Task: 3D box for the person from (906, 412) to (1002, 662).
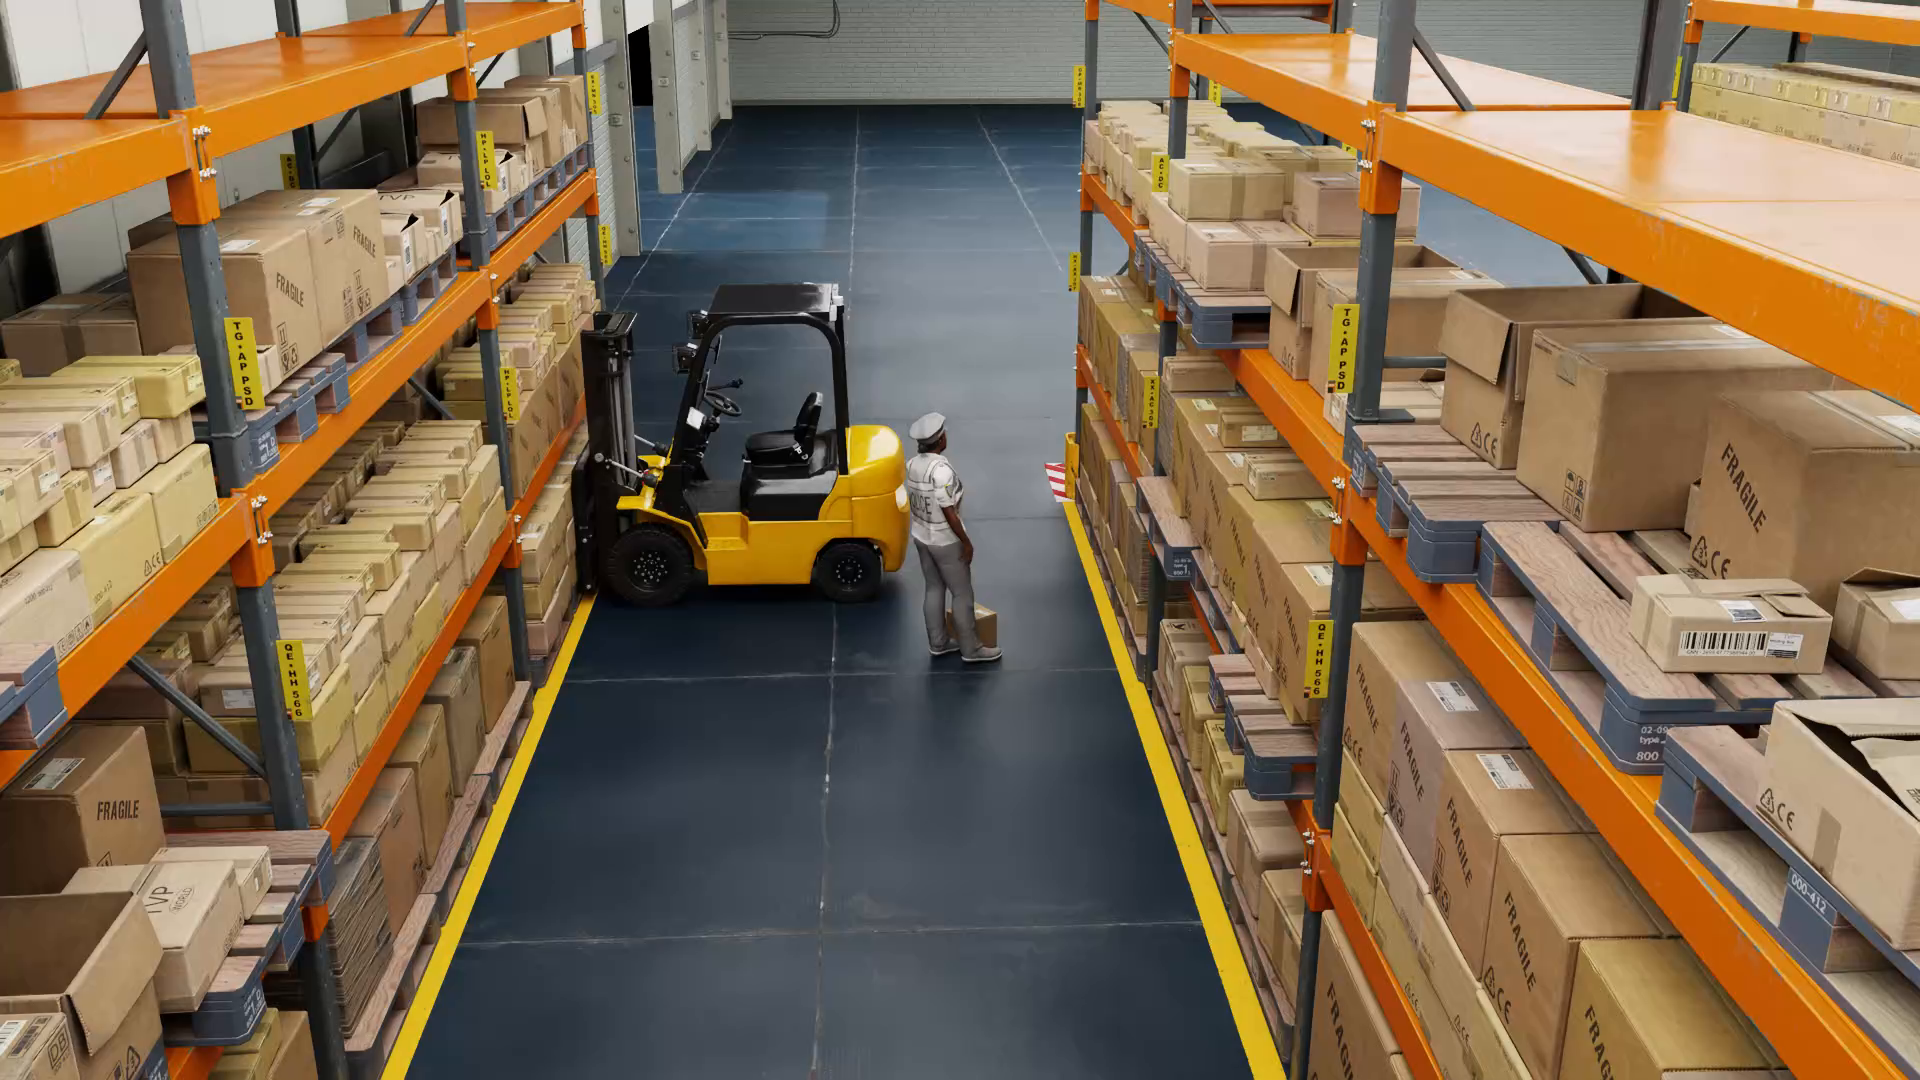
[{"bbox_3d":[-0.067,-0.022,11.064,0.529,1.694,0.569,-14,25,-33],"label":"person"}]
